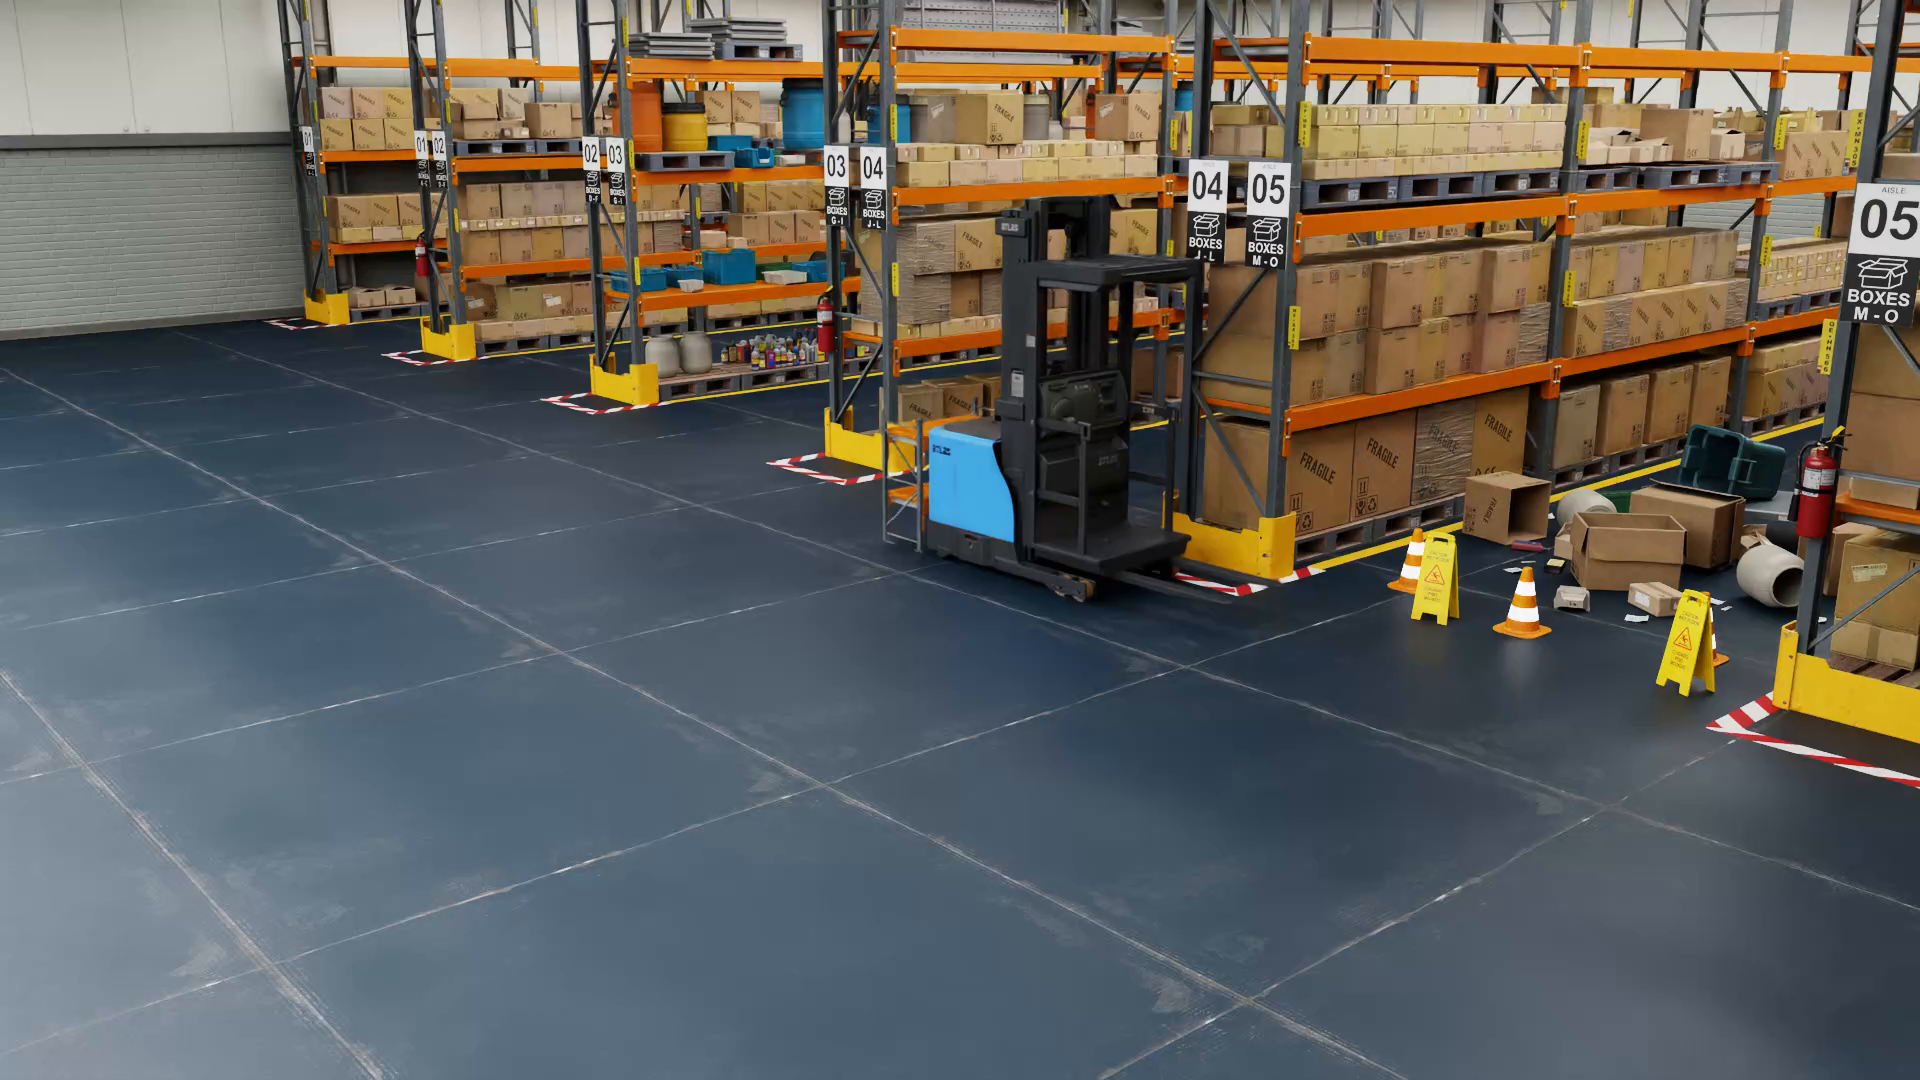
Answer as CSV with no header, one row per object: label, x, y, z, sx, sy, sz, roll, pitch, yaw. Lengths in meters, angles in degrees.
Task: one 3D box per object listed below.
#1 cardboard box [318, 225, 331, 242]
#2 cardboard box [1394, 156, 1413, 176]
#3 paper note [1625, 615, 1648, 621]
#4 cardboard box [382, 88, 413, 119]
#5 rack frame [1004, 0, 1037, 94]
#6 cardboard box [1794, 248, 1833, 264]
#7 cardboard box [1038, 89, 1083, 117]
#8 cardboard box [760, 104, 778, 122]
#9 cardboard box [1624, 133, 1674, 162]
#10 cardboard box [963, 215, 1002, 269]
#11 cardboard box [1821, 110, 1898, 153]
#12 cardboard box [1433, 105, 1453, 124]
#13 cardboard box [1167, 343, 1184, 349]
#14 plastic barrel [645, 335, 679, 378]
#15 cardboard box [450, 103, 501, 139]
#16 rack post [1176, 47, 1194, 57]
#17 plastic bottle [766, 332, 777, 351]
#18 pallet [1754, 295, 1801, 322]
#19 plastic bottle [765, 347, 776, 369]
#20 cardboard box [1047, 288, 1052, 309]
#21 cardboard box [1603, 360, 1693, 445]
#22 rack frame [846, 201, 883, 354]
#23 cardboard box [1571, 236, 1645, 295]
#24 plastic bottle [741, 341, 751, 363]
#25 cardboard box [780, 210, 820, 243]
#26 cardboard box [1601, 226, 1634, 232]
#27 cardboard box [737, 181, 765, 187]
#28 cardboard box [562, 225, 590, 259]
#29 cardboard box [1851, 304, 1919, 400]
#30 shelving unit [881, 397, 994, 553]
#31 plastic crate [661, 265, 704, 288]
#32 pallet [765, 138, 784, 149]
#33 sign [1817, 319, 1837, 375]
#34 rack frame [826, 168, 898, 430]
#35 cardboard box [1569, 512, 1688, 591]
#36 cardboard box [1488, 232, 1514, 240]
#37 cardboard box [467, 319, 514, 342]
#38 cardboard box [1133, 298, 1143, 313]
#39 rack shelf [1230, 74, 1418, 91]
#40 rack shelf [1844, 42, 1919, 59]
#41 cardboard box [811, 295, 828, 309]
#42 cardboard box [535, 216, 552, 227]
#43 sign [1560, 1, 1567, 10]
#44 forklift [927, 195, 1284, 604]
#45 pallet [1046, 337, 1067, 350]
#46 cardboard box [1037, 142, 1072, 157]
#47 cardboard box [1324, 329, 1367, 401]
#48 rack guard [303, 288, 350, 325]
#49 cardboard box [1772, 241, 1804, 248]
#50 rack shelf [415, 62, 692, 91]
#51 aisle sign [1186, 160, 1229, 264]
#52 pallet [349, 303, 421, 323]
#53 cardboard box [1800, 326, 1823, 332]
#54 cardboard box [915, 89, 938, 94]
cardboard box,-10.525,-5.199,28.154,0.500,0.250,0.500,-12,19,-39
cardboard box,3.415,-3.015,13.393,0.250,0.149,0.380,-13,19,-39
paper note,4.916,0.564,12.080,0.148,0.019,0.142,8,17,28
cardboard box,-9.509,-7.317,27.850,0.500,0.500,0.500,-12,19,-38
rack frame,1.320,-10.754,37.073,0.127,3.000,1.000,-13,19,-39
cardboard box,9.876,-3.299,19.307,0.250,0.149,0.380,-13,20,-40
cardboard box,1.899,-8.285,31.509,0.500,0.500,0.700,-13,19,-39
cardboard box,-4.022,-8.404,33.040,0.500,0.500,0.700,-14,20,-42
cardboard box,6.753,-3.858,16.322,0.258,0.266,0.396,-13,19,-39
cardboard box,0.357,-3.136,17.469,0.500,0.500,0.500,-13,19,-39
cardboard box,10.879,-4.960,20.186,0.500,0.500,0.700,-13,19,-39
cardboard box,3.798,-3.487,13.613,0.250,0.149,0.380,-12,19,-39
cardboard box,2.872,-2.112,20.334,0.500,0.500,0.700,-13,20,-40
plastic barrel,-3.800,-2.344,21.219,0.421,0.512,0.421,0,15,0
cardboard box,-7.059,-6.048,23.980,0.637,0.503,0.797,-11,18,-36
rack post,3.363,-7.539,26.003,0.954,0.300,0.937,-10,18,-33
plastic bottle,-2.574,-2.667,22.702,0.185,0.351,0.144,-13,20,-40
pallet,8.687,-2.674,18.818,1.003,0.211,1.213,-13,19,-39
plastic bottle,-2.492,-2.398,21.826,0.133,0.283,0.061,-12,19,-38
cardboard box,0.526,-2.799,18.146,0.500,0.500,0.875,-13,19,-39
cardboard box,7.044,-1.506,17.622,0.750,0.750,1.050,-12,19,-39
rack frame,-1.229,-3.894,23.016,0.127,3.000,1.000,-13,19,-39
cardboard box,6.341,-2.737,16.552,0.500,0.500,0.700,-12,19,-39
plastic bottle,-2.871,-2.530,22.320,0.133,0.283,0.061,-13,19,-39
cardboard box,-2.715,-5.298,28.076,0.500,0.500,0.500,-14,20,-42
cardboard box,10.117,-4.728,25.853,0.500,0.250,0.500,-14,20,-41
cardboard box,-4.181,-7.096,32.741,0.500,0.250,0.500,-12,19,-38
cardboard box,-5.969,-4.569,25.349,0.500,0.500,0.700,-12,19,-38
cardboard box,5.752,-1.127,9.949,0.500,0.500,0.700,-13,20,-41
shelving unit,-0.100,-0.574,14.221,1.048,1.125,0.538,-13,20,-40
plastic crate,-3.572,-3.397,21.442,0.408,0.251,0.499,-13,19,-39
pallet,-2.755,-6.572,27.596,1.213,0.211,1.003,-12,19,-37
sign,5.161,-1.146,9.874,0.005,0.325,0.100,-13,19,-39
rack frame,-0.995,-2.252,16.869,0.127,3.000,1.000,-13,19,-39
cardboard box,5.173,0.093,12.928,0.797,0.503,0.637,2,15,9
cardboard box,7.506,-4.119,23.662,0.500,0.500,0.500,-12,19,-38
cardboard box,-6.945,-3.103,24.570,0.500,0.250,0.500,-13,19,-39
cardboard box,1.858,-2.674,18.936,0.250,0.149,0.380,-13,19,-39
rack shelf,6.315,-7.946,28.728,4.000,0.370,1.077,-13,19,-39
rack shelf,12.746,-6.190,21.388,4.000,0.370,1.077,-13,19,-39
cardboard box,-2.465,-4.102,28.308,0.500,0.250,0.500,-12,19,-38
cardboard box,-6.280,-4.743,24.743,0.250,0.149,0.380,-14,20,-41
sign,8.422,-7.569,23.187,0.005,0.325,0.100,-13,19,-39
forklift,1.099,-1.099,12.686,1.130,2.935,3.031,-13,20,-41
pallet,1.179,-3.101,25.450,1.213,0.211,1.003,-13,19,-39
cardboard box,0.976,-4.164,17.731,0.250,0.149,0.380,-12,19,-37
cardboard box,2.835,-1.511,13.804,0.550,0.550,0.875,-13,19,-39
rack guard,-10.693,-3.950,28.070,0.348,0.500,1.175,-13,19,-39
cardboard box,10.046,-3.561,20.289,0.250,0.149,0.380,-13,20,-40
rack shelf,-5.987,-6.878,24.730,4.000,0.370,1.077,-13,19,-39
aisle sign,1.934,-2.572,13.028,0.004,0.787,0.394,-13,19,-39
pallet,-10.057,-3.942,28.597,1.213,0.211,1.003,-13,19,-39
cardboard box,10.444,-2.400,19.999,0.500,0.250,0.500,-12,19,-37
cardboard box,-0.742,-7.676,29.232,0.500,0.500,0.500,-13,19,-39
